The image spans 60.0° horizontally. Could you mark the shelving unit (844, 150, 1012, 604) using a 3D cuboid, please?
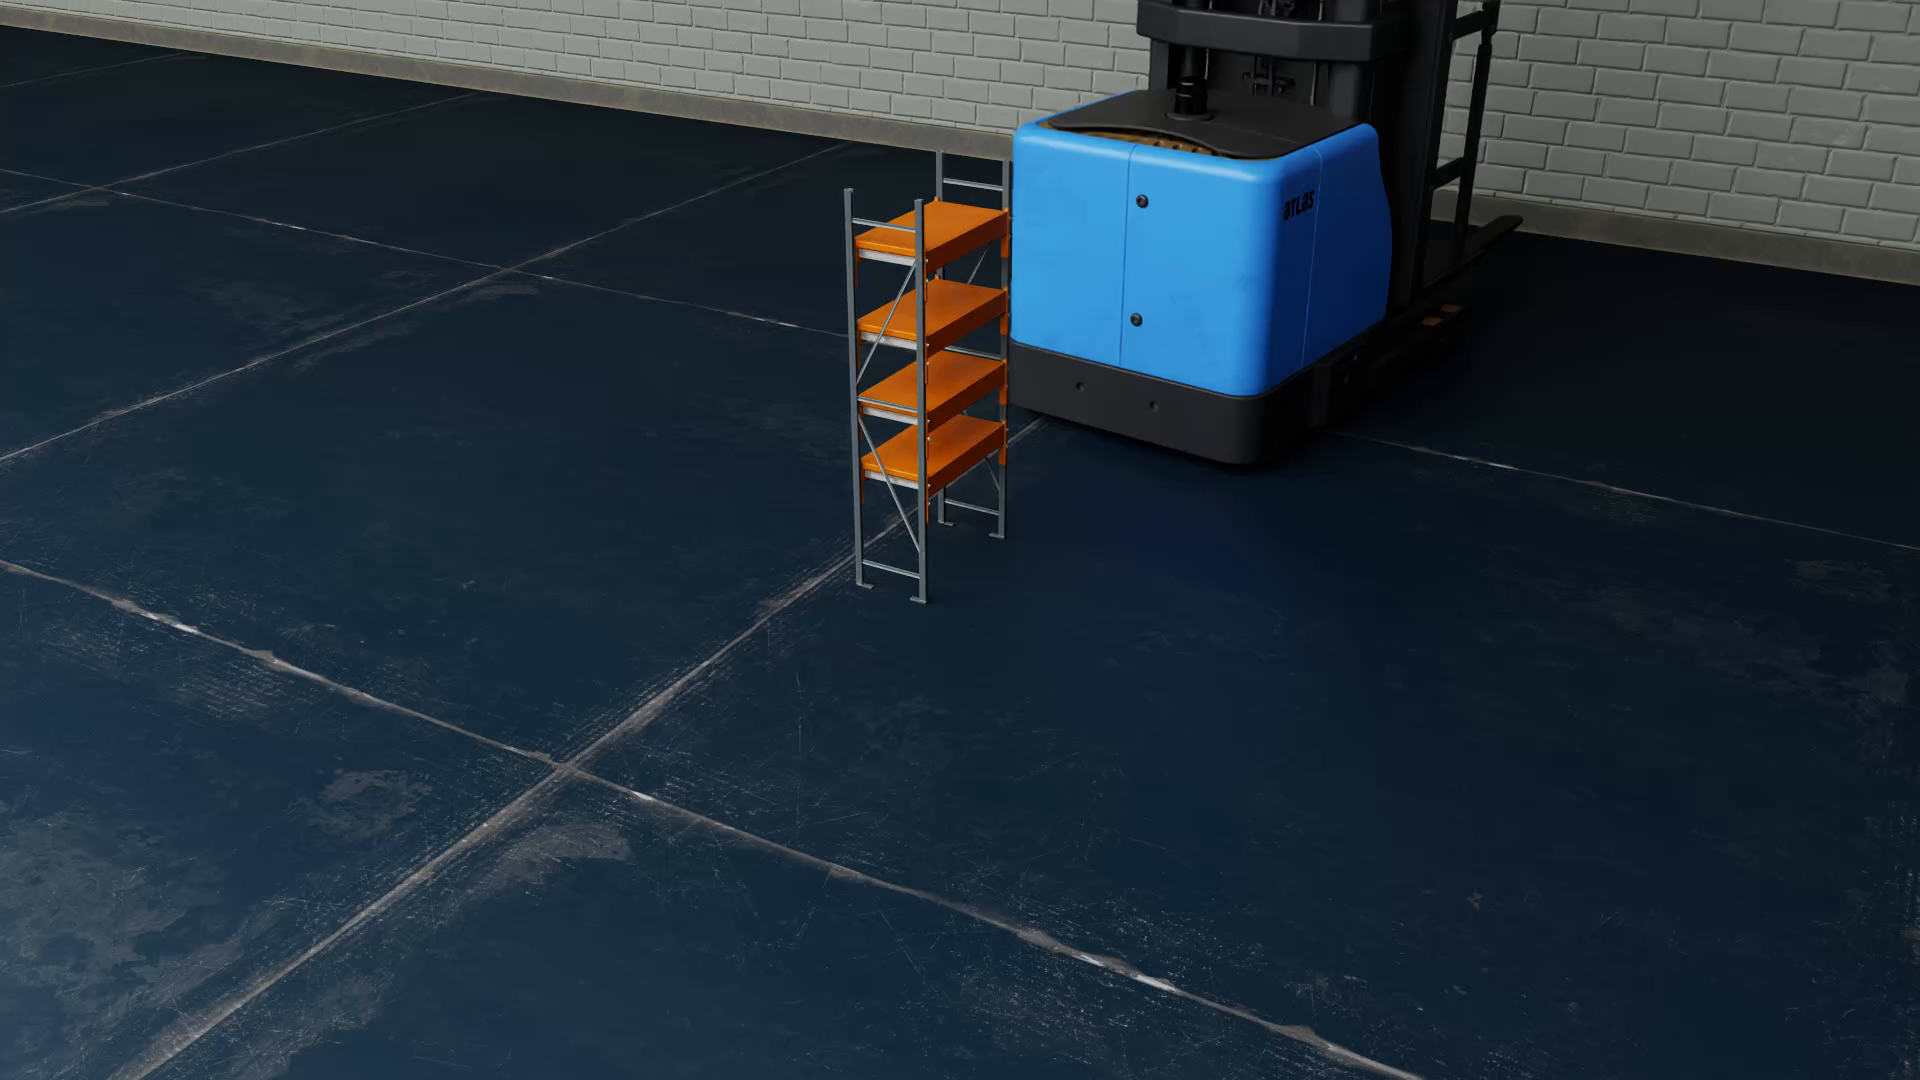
[{"bbox_3d":[-0.081,-0.472,4.853,0.258,1.200,0.503,14,30,26],"label":"shelving unit"}]

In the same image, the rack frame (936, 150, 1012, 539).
[{"bbox_3d":[0.039,-0.567,5.043,0.240,1.200,0.015,14,30,26],"label":"rack frame"}]

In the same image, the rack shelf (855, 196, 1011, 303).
[{"bbox_3d":[-0.081,-0.823,4.677,0.258,0.148,0.480,14,30,26],"label":"rack shelf"}]

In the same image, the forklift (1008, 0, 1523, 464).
[{"bbox_3d":[1.452,-2.164,6.299,1.130,2.935,3.031,19,32,32],"label":"forklift"}]

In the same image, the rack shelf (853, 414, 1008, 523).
[{"bbox_3d":[-0.081,-0.234,4.972,0.258,0.148,0.480,14,30,26],"label":"rack shelf"}]

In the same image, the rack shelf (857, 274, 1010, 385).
[{"bbox_3d":[-0.081,-0.612,4.783,0.258,0.148,0.480,14,30,26],"label":"rack shelf"}]

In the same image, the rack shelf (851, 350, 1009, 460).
[{"bbox_3d":[-0.081,-0.412,4.883,0.258,0.148,0.480,14,30,26],"label":"rack shelf"}]

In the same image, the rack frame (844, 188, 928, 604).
[{"bbox_3d":[-0.201,-0.377,4.663,0.240,1.200,0.015,14,30,26],"label":"rack frame"}]
